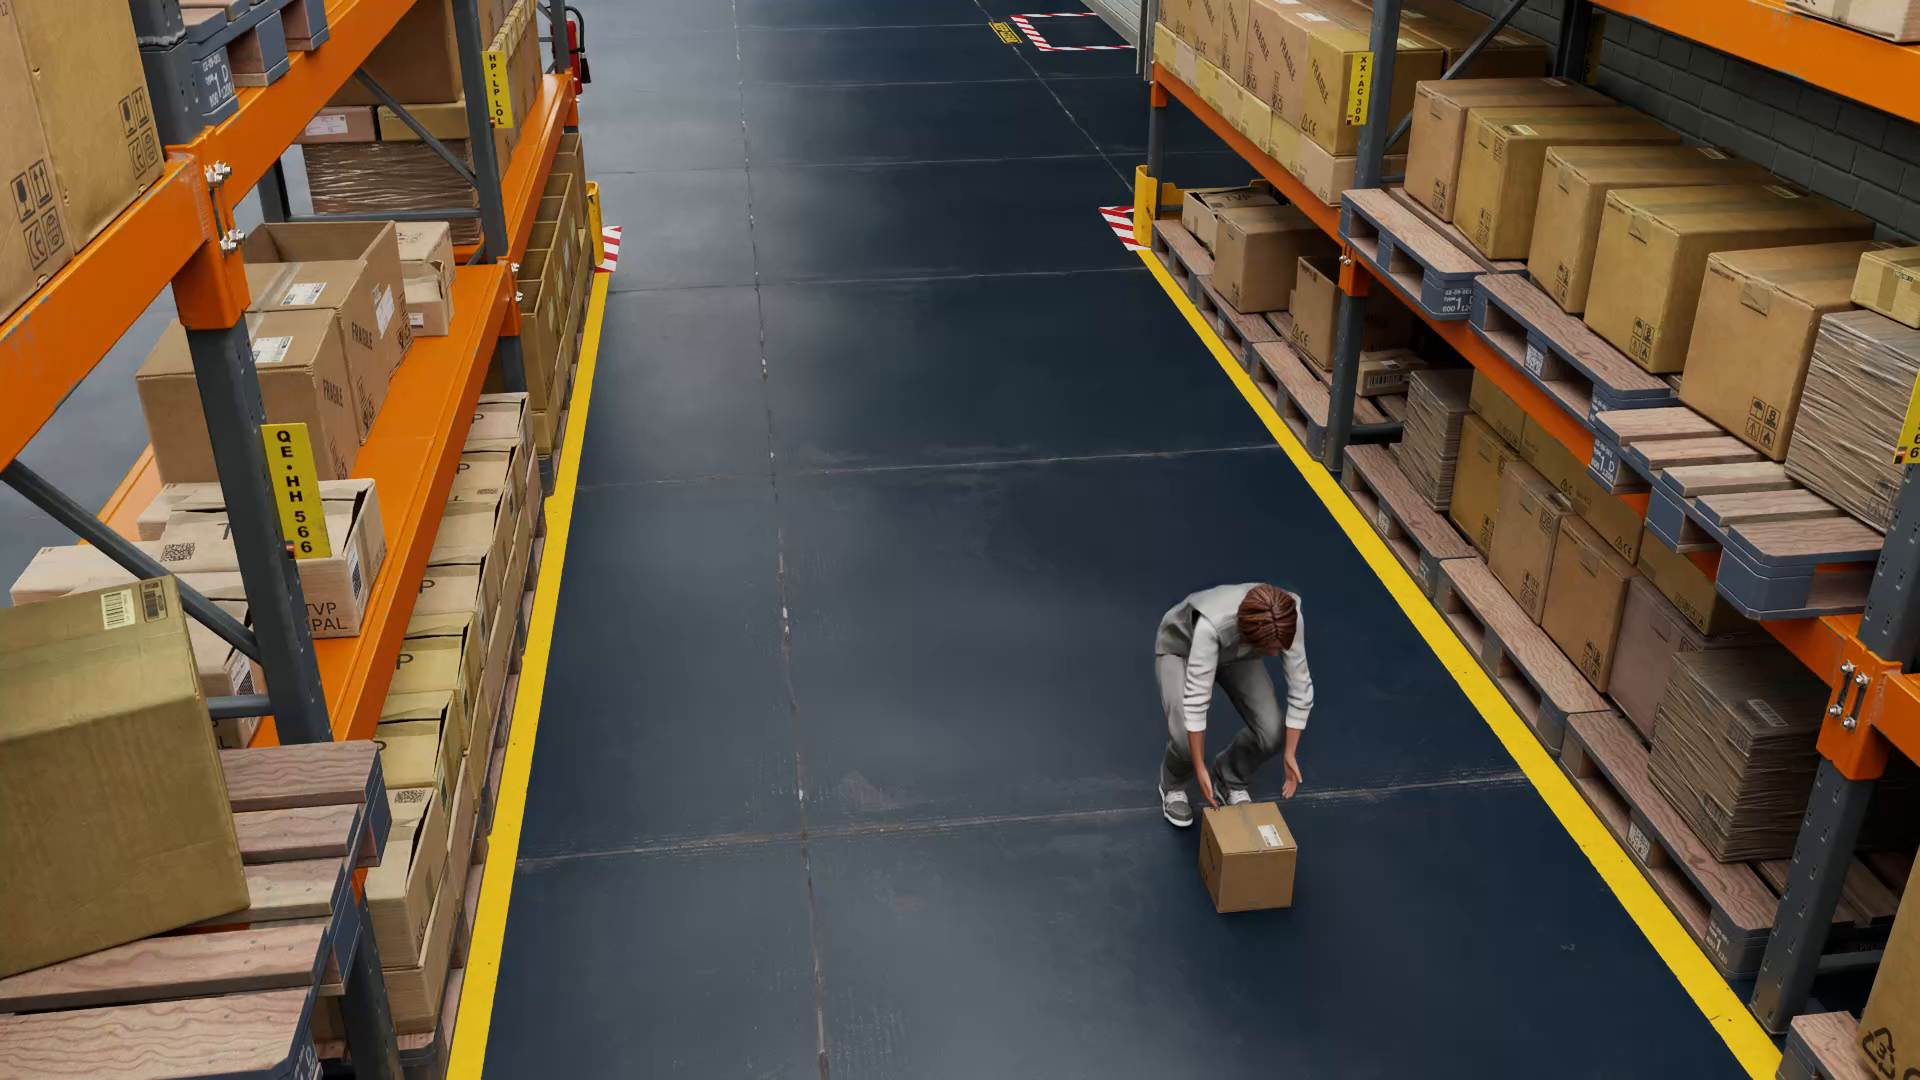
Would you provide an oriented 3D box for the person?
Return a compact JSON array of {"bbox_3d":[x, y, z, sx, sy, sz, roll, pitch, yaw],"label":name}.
[{"bbox_3d":[0.928,0.521,5.714,0.461,1.061,0.754,-4,28,-7],"label":"person"}]
